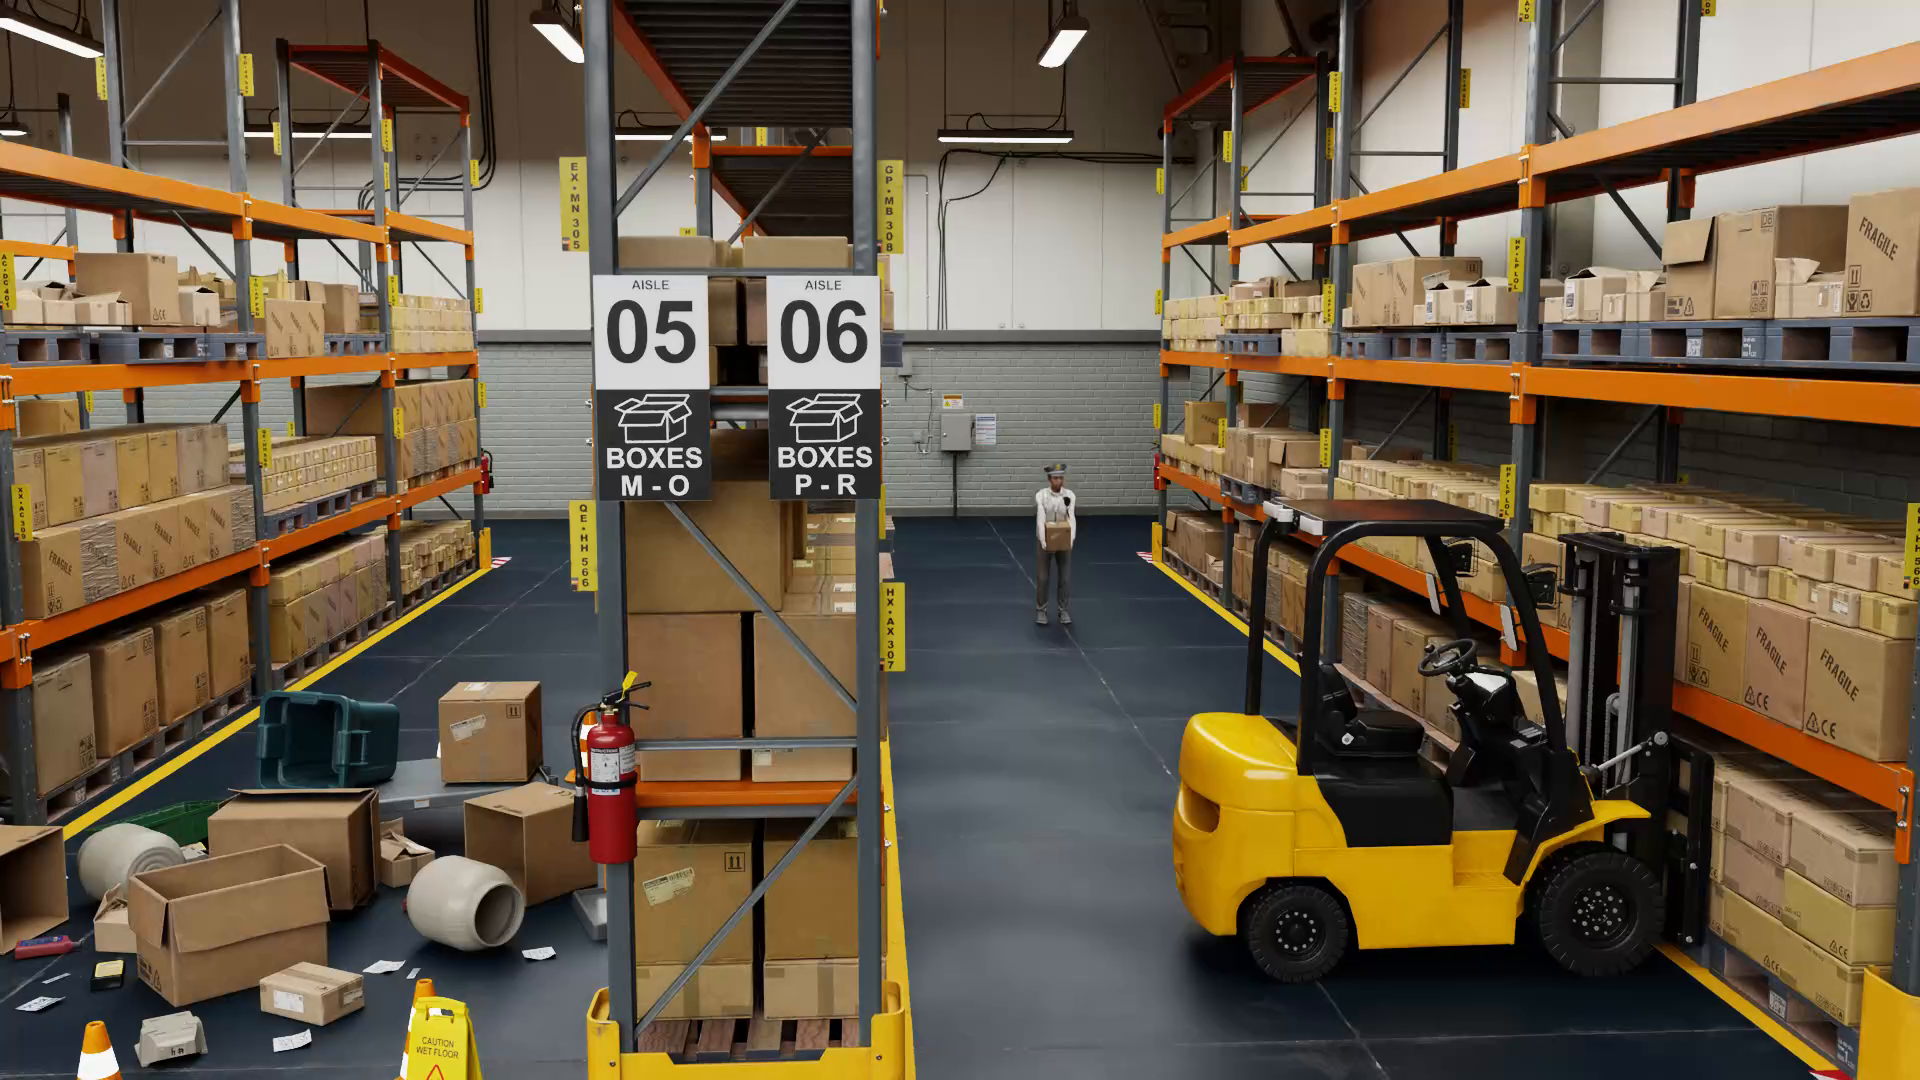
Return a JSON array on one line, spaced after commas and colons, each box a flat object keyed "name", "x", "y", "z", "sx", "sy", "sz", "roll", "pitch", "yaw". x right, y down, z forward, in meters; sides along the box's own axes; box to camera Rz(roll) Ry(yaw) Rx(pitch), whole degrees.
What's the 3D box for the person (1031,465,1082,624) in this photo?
[{"name": "person", "x": 1.012, "y": 0.034, "z": 17.452, "sx": 0.546, "sy": 1.665, "sz": 0.374, "roll": -1, "pitch": 7, "yaw": -7}]
